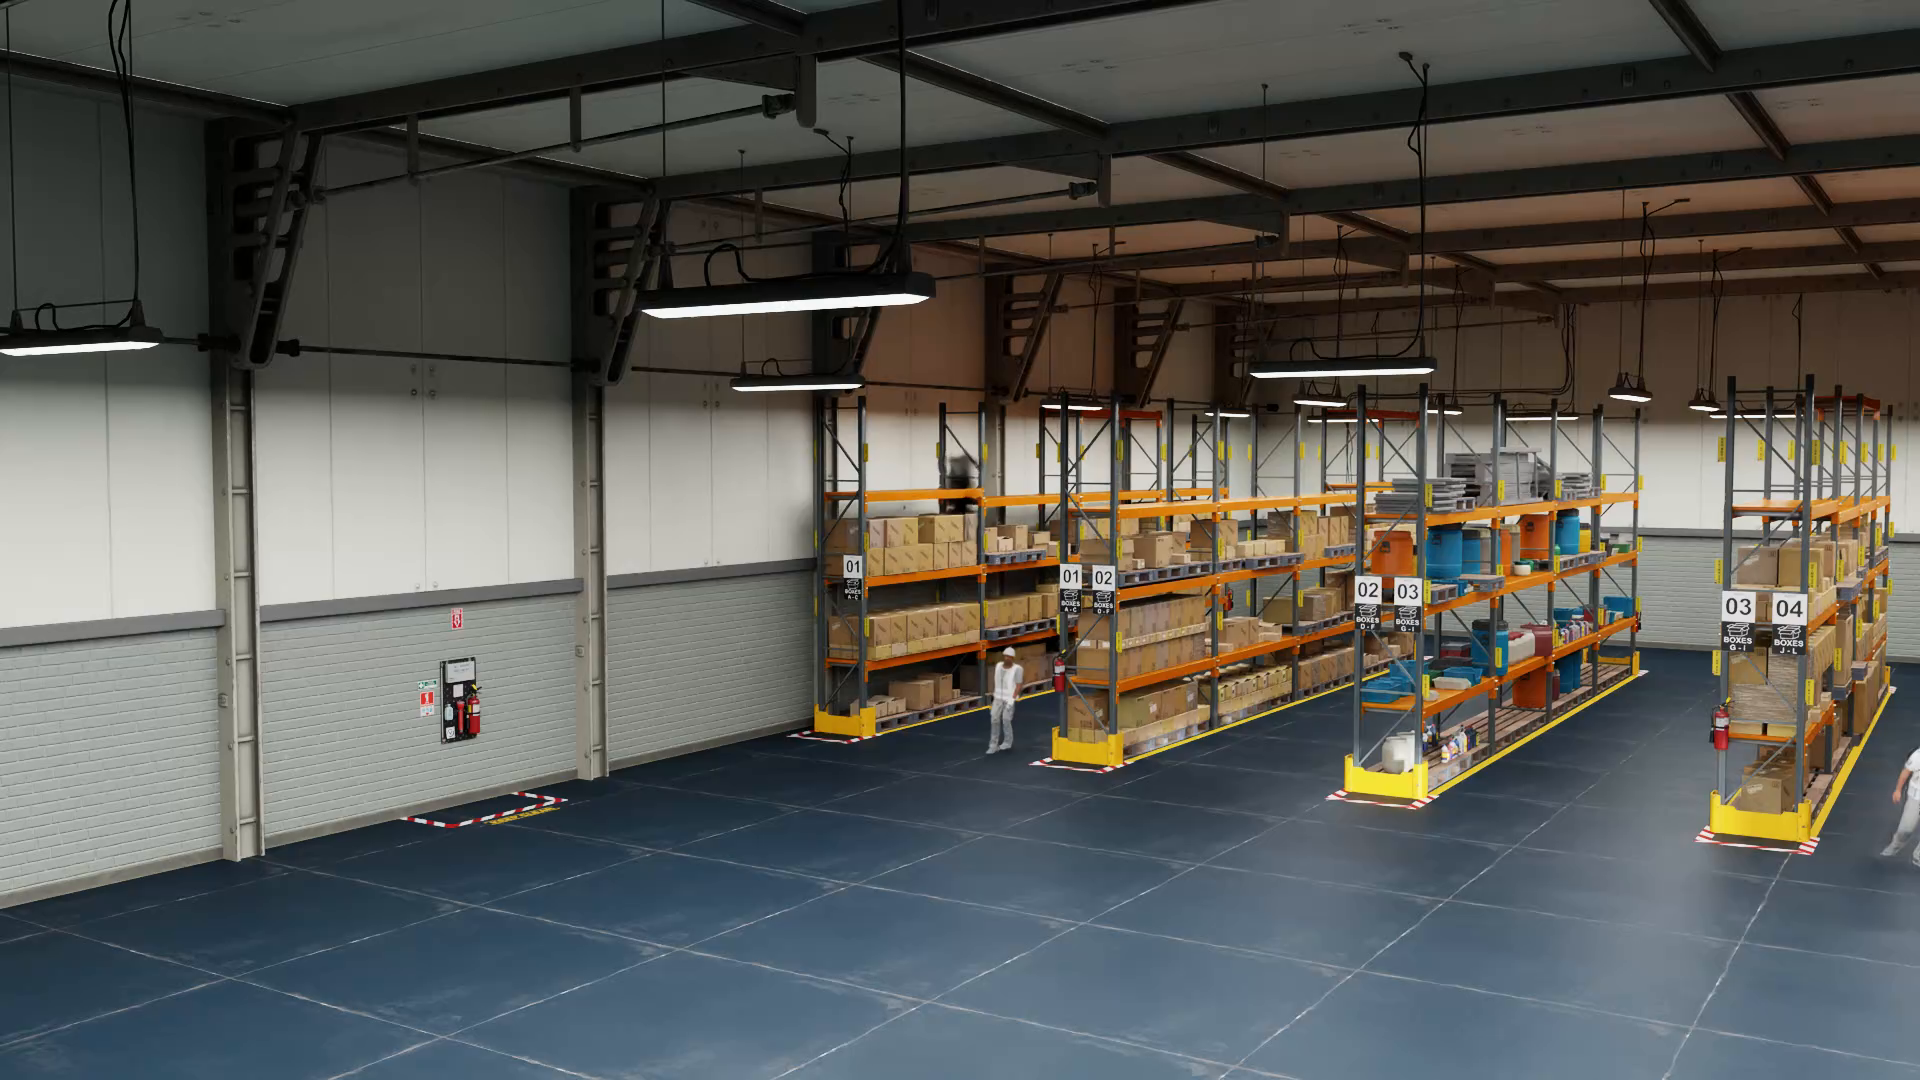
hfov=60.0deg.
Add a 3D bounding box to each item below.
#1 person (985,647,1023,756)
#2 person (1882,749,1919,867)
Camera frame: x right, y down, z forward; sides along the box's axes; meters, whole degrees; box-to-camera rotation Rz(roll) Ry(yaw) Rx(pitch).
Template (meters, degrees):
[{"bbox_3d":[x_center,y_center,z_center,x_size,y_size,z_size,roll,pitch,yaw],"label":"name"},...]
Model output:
[{"bbox_3d":[0.746,2.673,27.670,0.617,1.797,0.651,2,3,27],"label":"person"},{"bbox_3d":[11.593,3.110,19.980,0.805,1.668,0.665,1,3,13],"label":"person"}]
